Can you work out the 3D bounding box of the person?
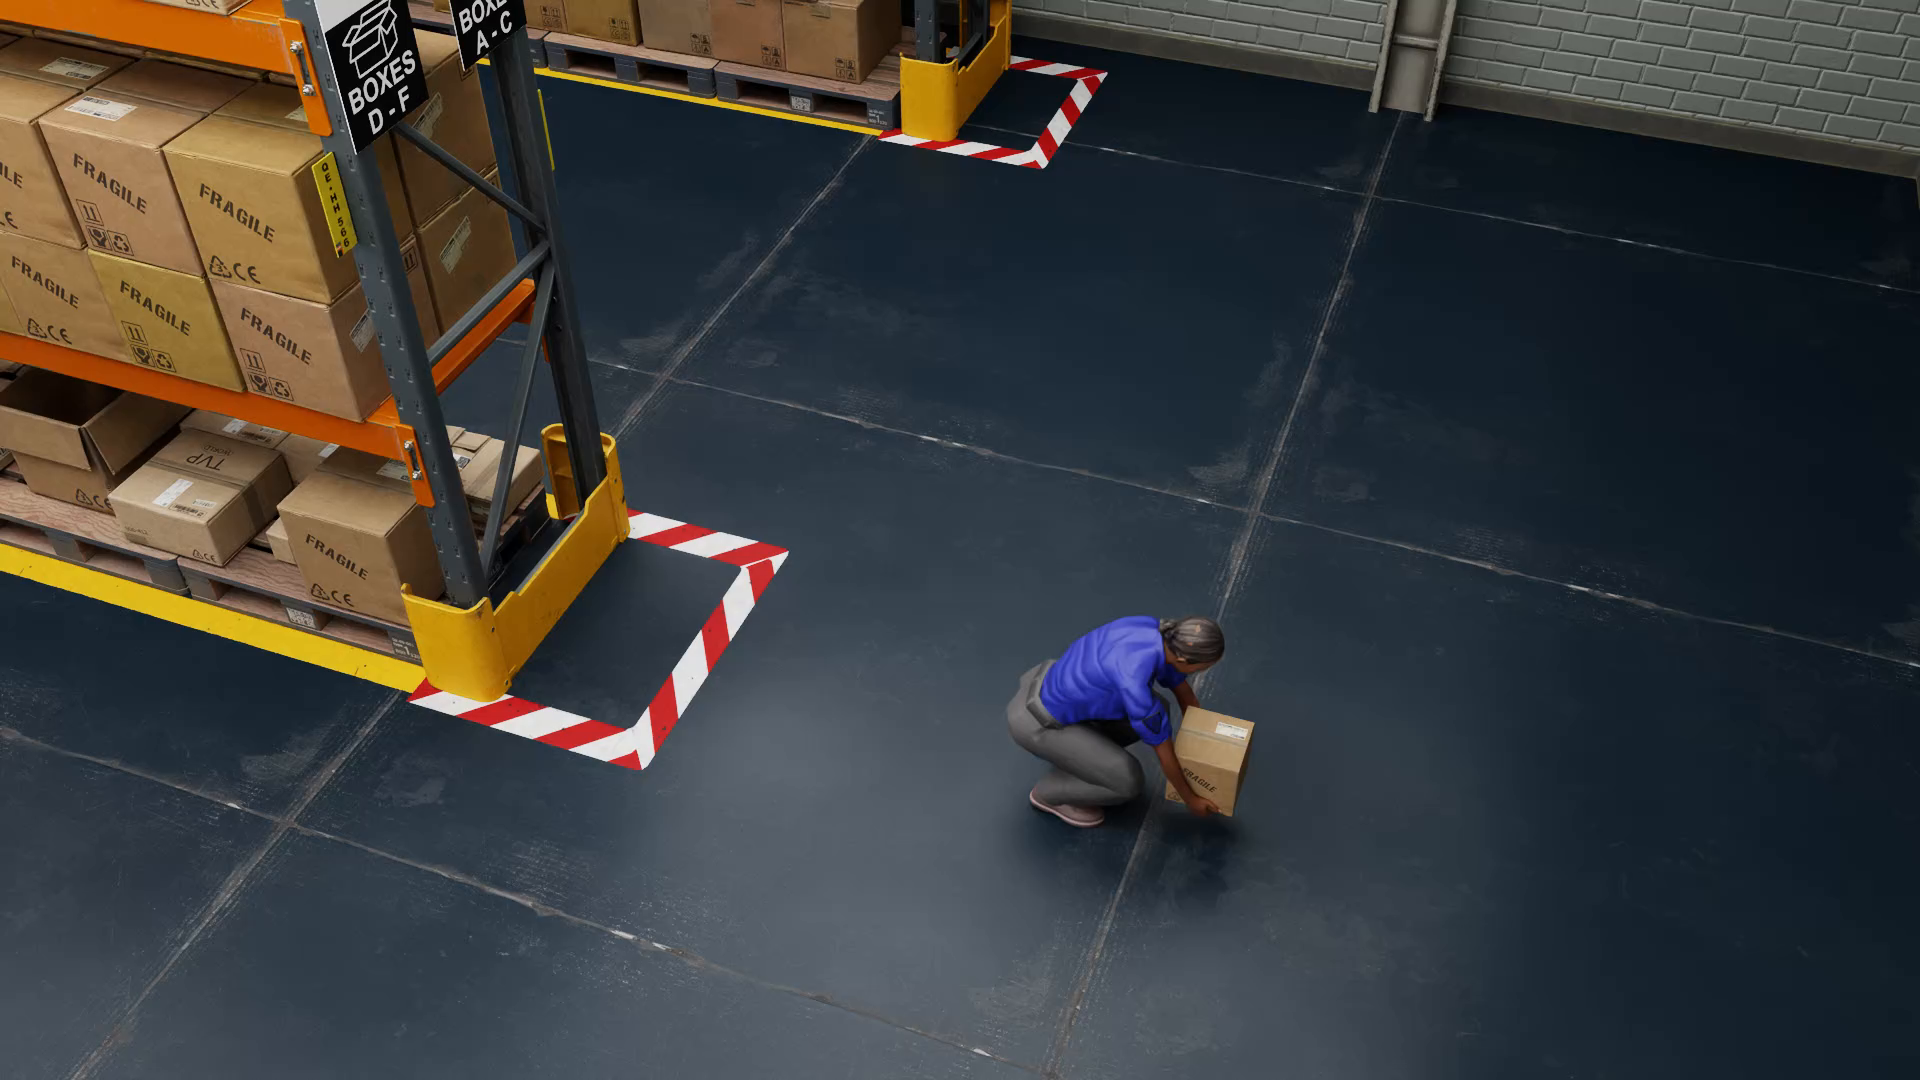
[{"bbox_3d":[0.594,0.623,6.010,0.836,0.950,0.465,13,43,14],"label":"person"}]
